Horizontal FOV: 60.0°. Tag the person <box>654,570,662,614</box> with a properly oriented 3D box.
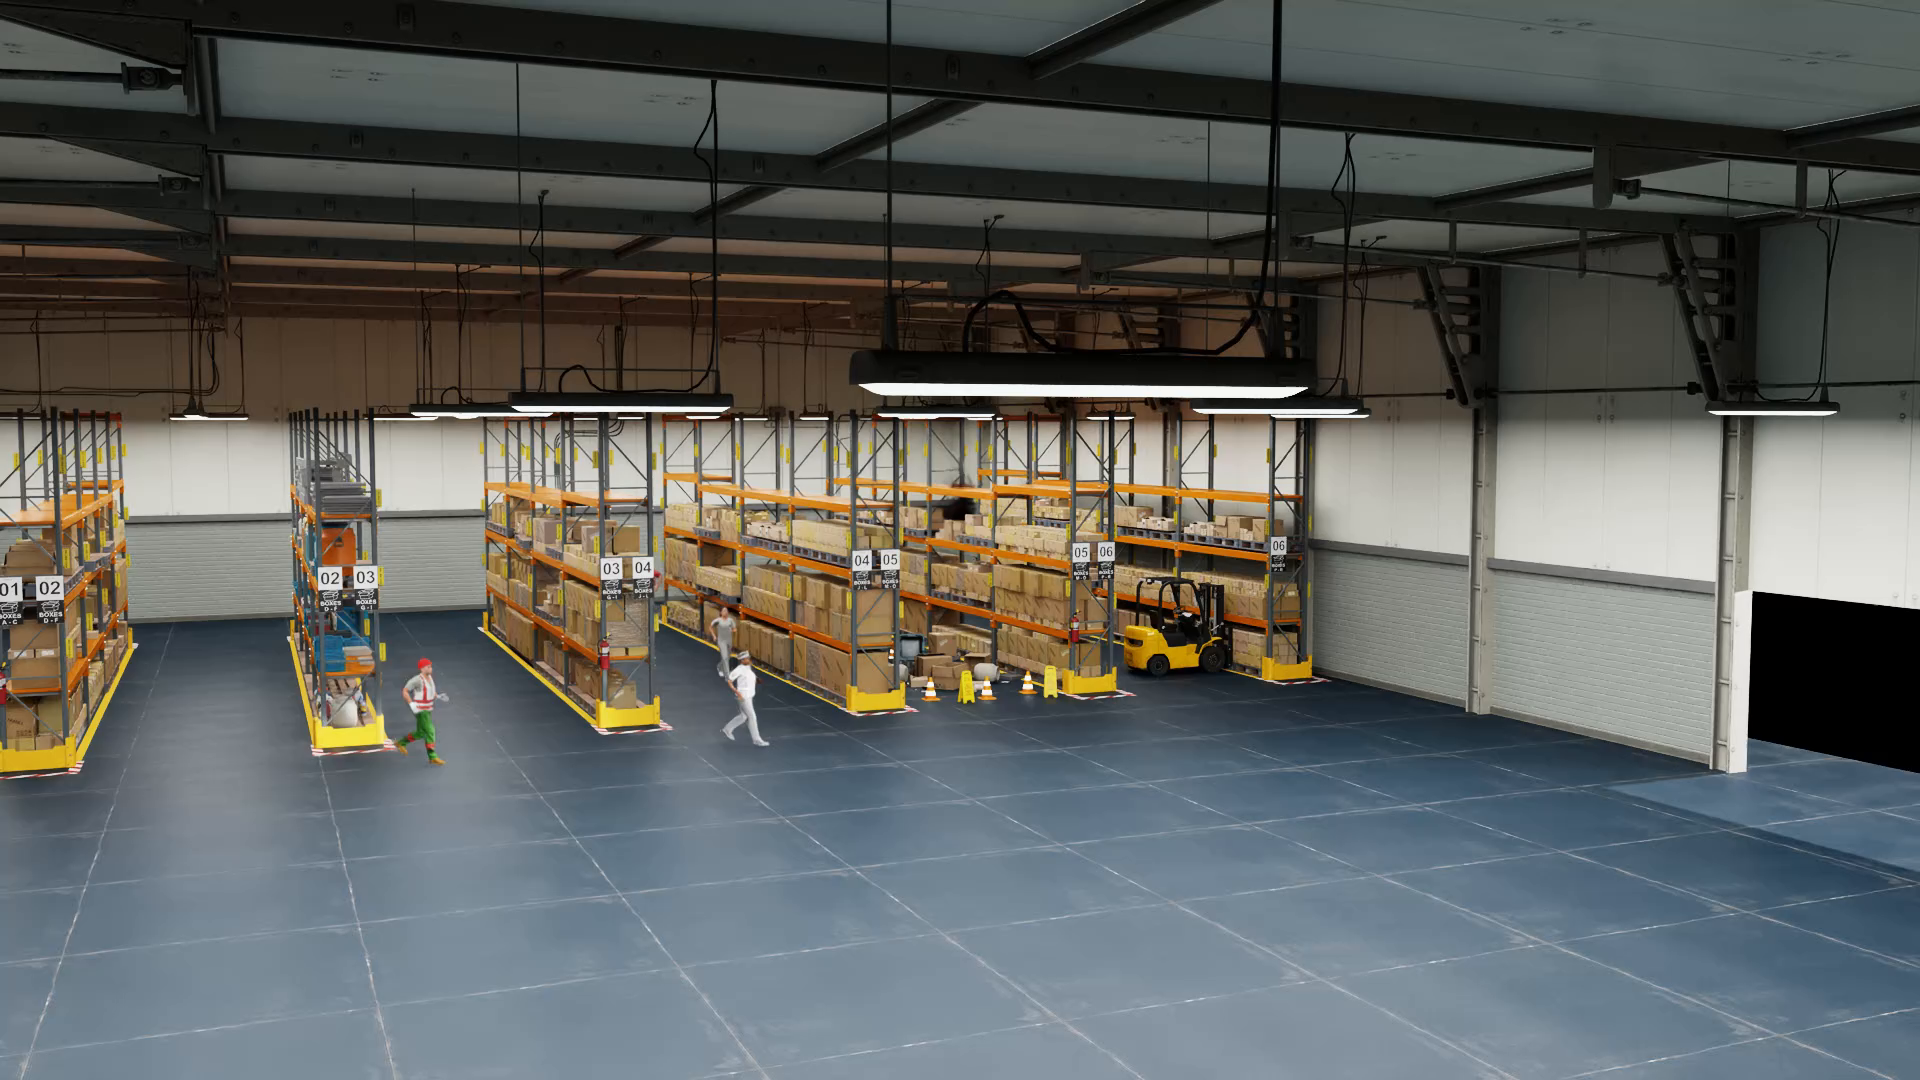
[{"bbox_3d":[-9.110,1.479,48.518,0.734,1.697,0.558,3,5,37],"label":"person"}]

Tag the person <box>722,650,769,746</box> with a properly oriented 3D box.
[{"bbox_3d":[-3.826,2.788,29.524,0.941,1.681,0.578,1,4,16],"label":"person"}]

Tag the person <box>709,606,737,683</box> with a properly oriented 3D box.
[{"bbox_3d":[-5.222,2.282,36.856,0.564,1.655,0.969,-3,5,-35],"label":"person"}]

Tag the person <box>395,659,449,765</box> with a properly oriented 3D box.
[{"bbox_3d":[-9.113,2.877,28.004,0.959,1.778,0.629,1,4,10],"label":"person"}]
